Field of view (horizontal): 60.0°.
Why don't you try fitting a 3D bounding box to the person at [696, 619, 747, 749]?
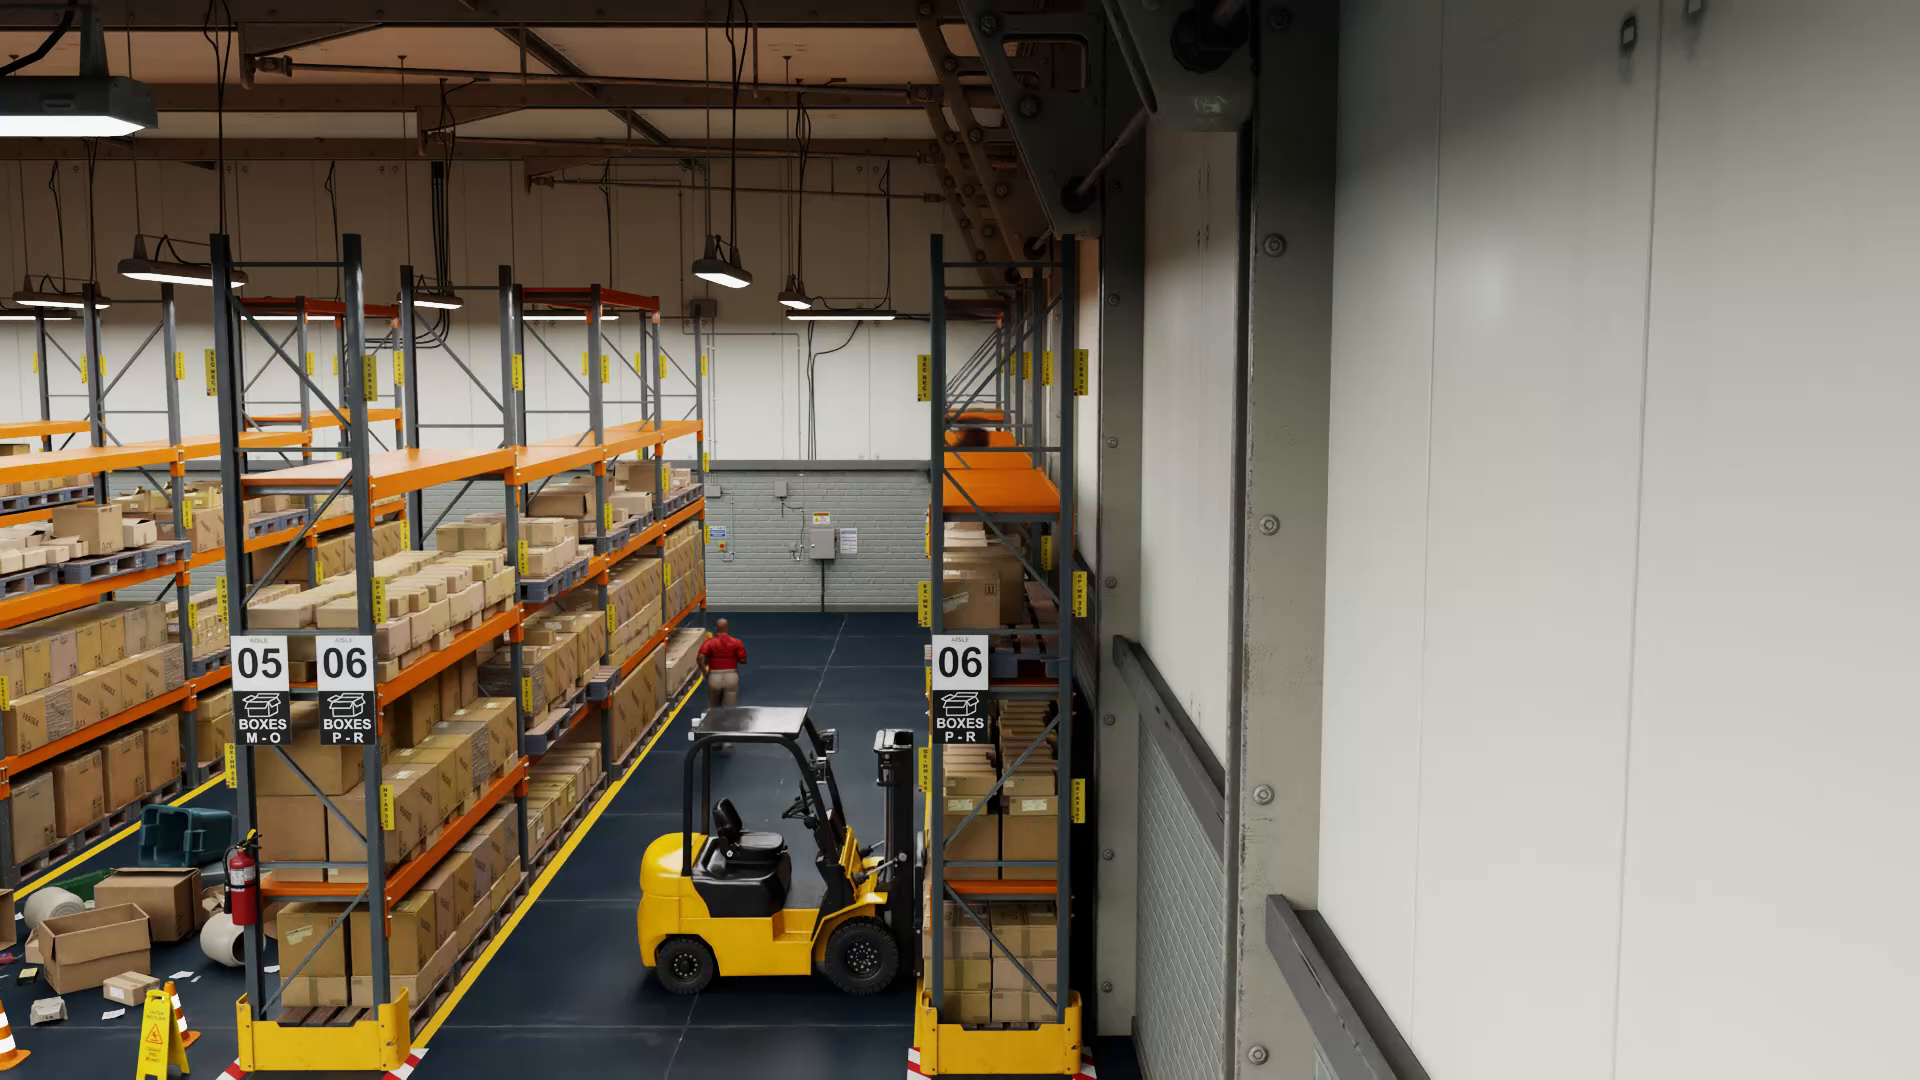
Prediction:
[{"bbox_3d":[-3.102,1.911,21.760,0.642,1.782,0.763,0,6,-4],"label":"person"}]
